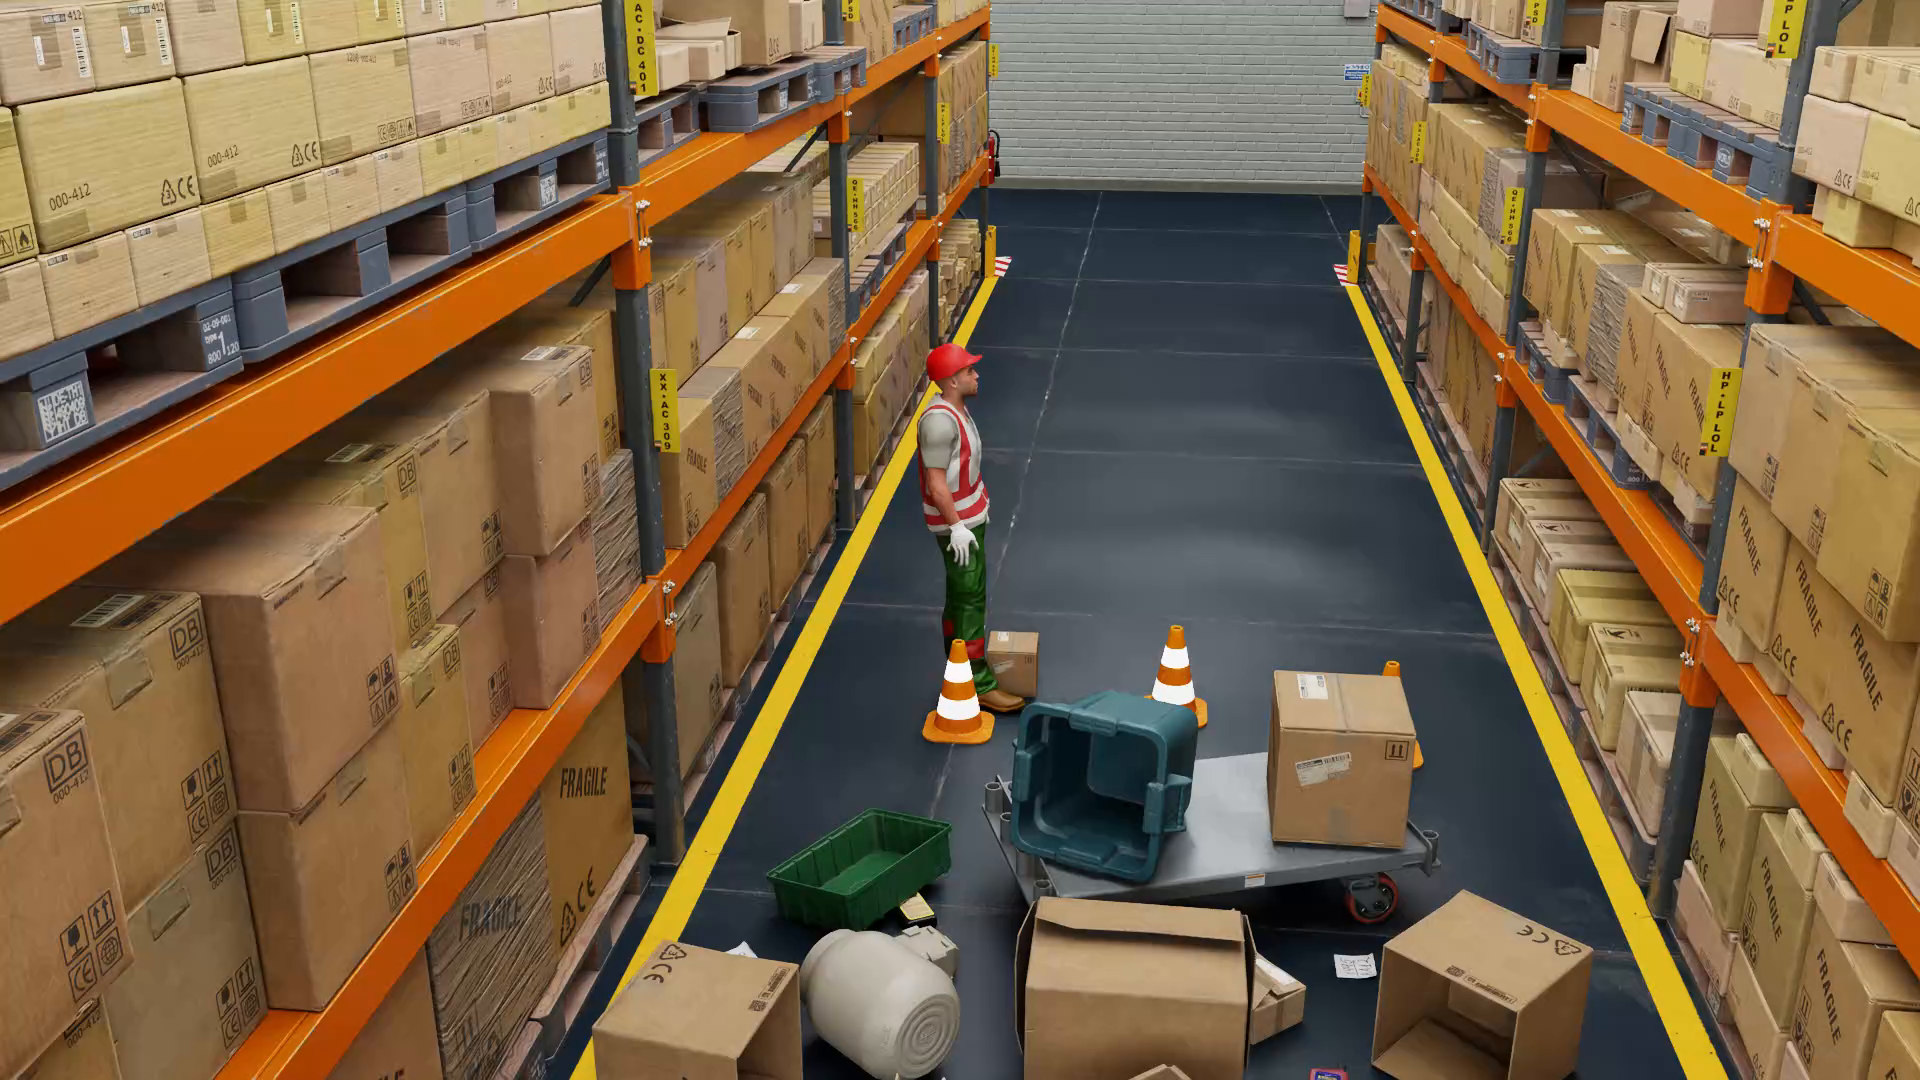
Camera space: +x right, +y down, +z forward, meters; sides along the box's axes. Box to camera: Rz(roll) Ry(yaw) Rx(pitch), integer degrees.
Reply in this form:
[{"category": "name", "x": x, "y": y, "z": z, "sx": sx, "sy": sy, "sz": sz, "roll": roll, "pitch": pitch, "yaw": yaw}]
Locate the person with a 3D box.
[{"category": "person", "x": 0.076, "y": -0.085, "z": 8.243, "sx": 0.564, "sy": 1.788, "sz": 0.637, "roll": 2, "pitch": 21, "yaw": 6}]
